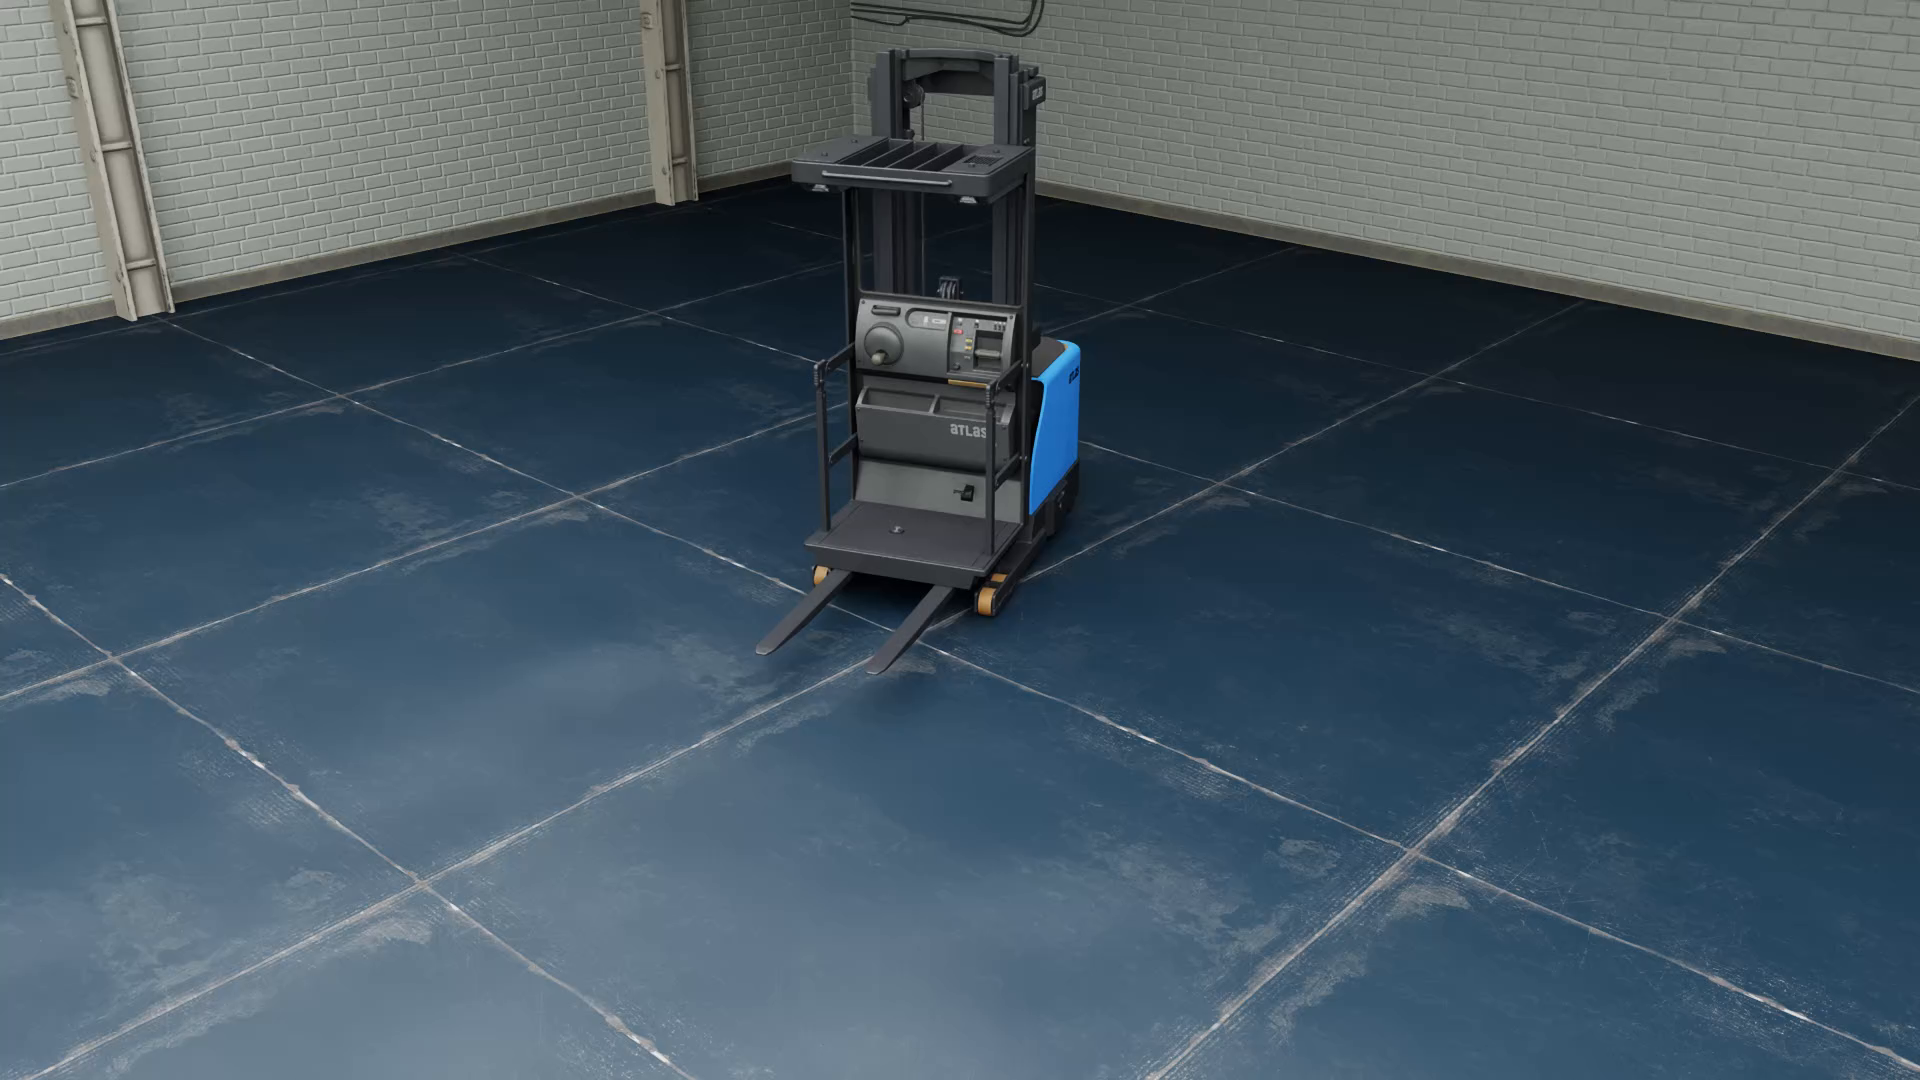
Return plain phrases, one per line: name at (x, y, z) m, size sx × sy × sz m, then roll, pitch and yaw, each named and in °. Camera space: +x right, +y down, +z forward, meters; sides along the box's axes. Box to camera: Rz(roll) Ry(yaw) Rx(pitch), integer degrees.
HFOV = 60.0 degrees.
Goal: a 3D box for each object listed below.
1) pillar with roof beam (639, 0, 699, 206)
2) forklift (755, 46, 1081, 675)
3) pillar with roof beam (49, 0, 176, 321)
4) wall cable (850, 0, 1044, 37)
pillar with roof beam at (0.000, -6.768, 14.345) m, size 9.100 × 9.000 × 0.400 m, roll 20°, pitch 31°, yaw 38°
forklift at (-0.211, -1.098, 9.116) m, size 1.130 × 2.935 × 3.031 m, roll 8°, pitch 25°, yaw 18°
pillar with roof beam at (-4.004, -4.940, 10.268) m, size 9.100 × 9.000 × 0.400 m, roll 20°, pitch 31°, yaw 38°
wall cable at (-0.255, -7.063, 18.798) m, size 3.097 × 2.526 × 0.112 m, roll 20°, pitch 31°, yaw 38°
